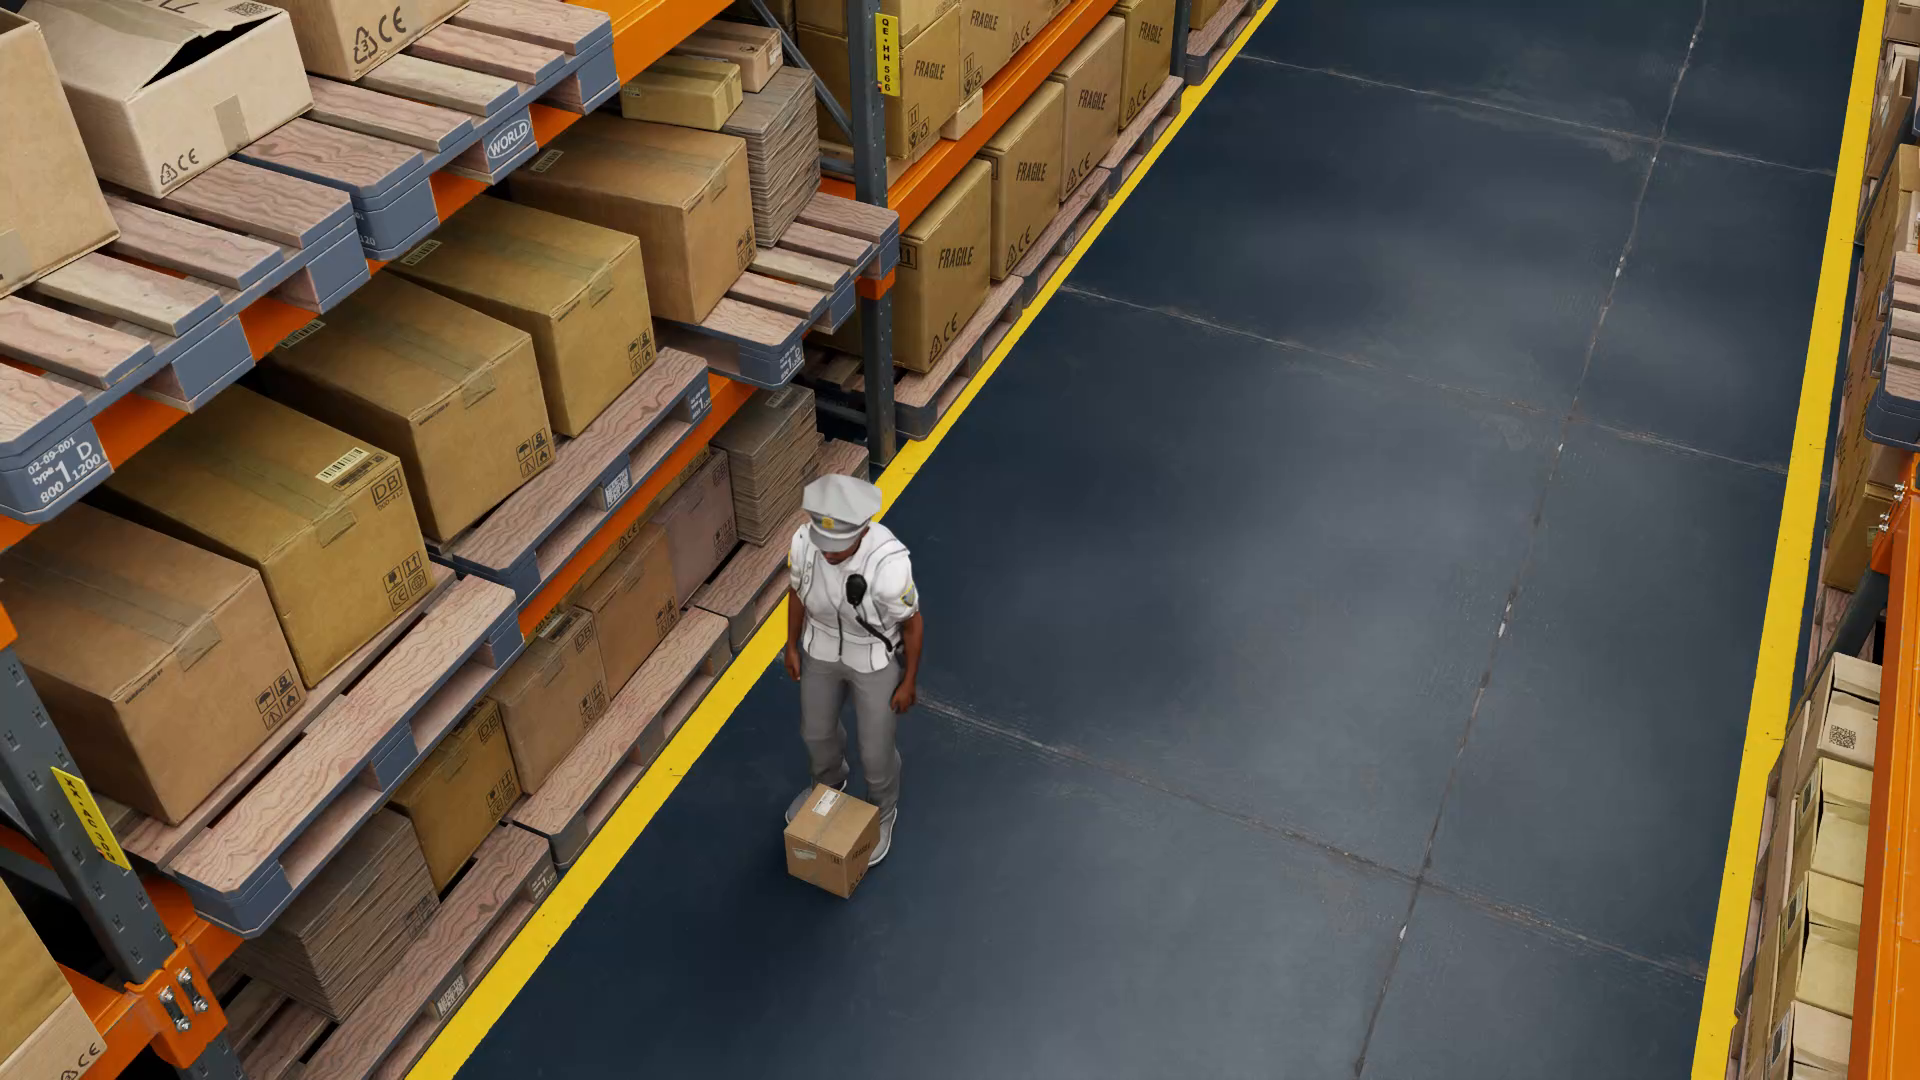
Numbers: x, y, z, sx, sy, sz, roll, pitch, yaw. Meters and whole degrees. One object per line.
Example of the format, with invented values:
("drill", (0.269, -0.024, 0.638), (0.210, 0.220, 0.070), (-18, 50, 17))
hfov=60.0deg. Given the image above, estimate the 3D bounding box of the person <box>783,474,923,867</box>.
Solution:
("person", (-0.380, 0.427, 5.692), (0.510, 1.657, 0.425), (15, 44, 16))
